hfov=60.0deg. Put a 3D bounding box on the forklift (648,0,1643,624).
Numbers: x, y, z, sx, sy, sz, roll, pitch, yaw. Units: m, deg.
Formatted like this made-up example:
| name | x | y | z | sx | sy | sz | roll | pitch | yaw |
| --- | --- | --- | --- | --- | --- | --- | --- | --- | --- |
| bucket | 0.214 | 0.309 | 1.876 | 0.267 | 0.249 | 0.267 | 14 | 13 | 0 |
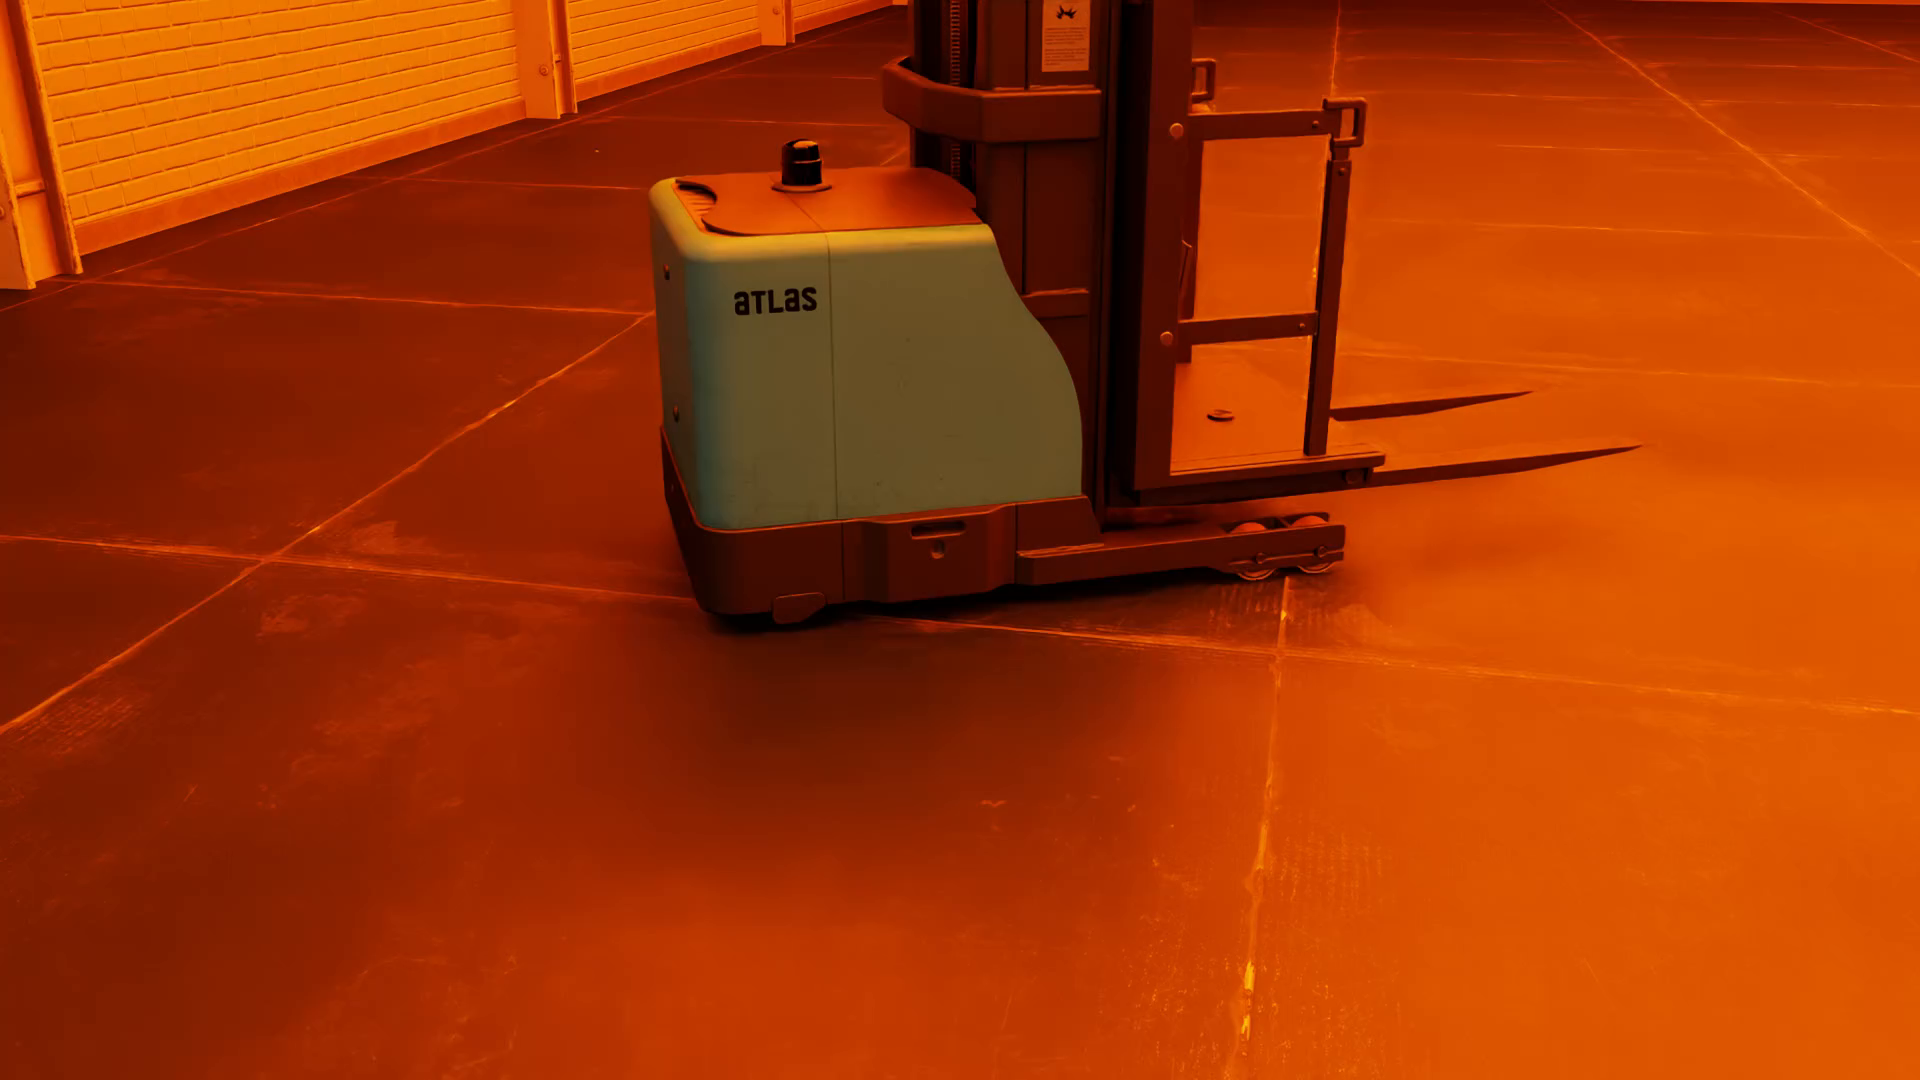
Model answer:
| name | x | y | z | sx | sy | sz | roll | pitch | yaw |
| --- | --- | --- | --- | --- | --- | --- | --- | --- | --- |
| forklift | 0.636 | -1.424 | 4.759 | 3.031 | 2.935 | 1.130 | -6 | 23 | -14 |
